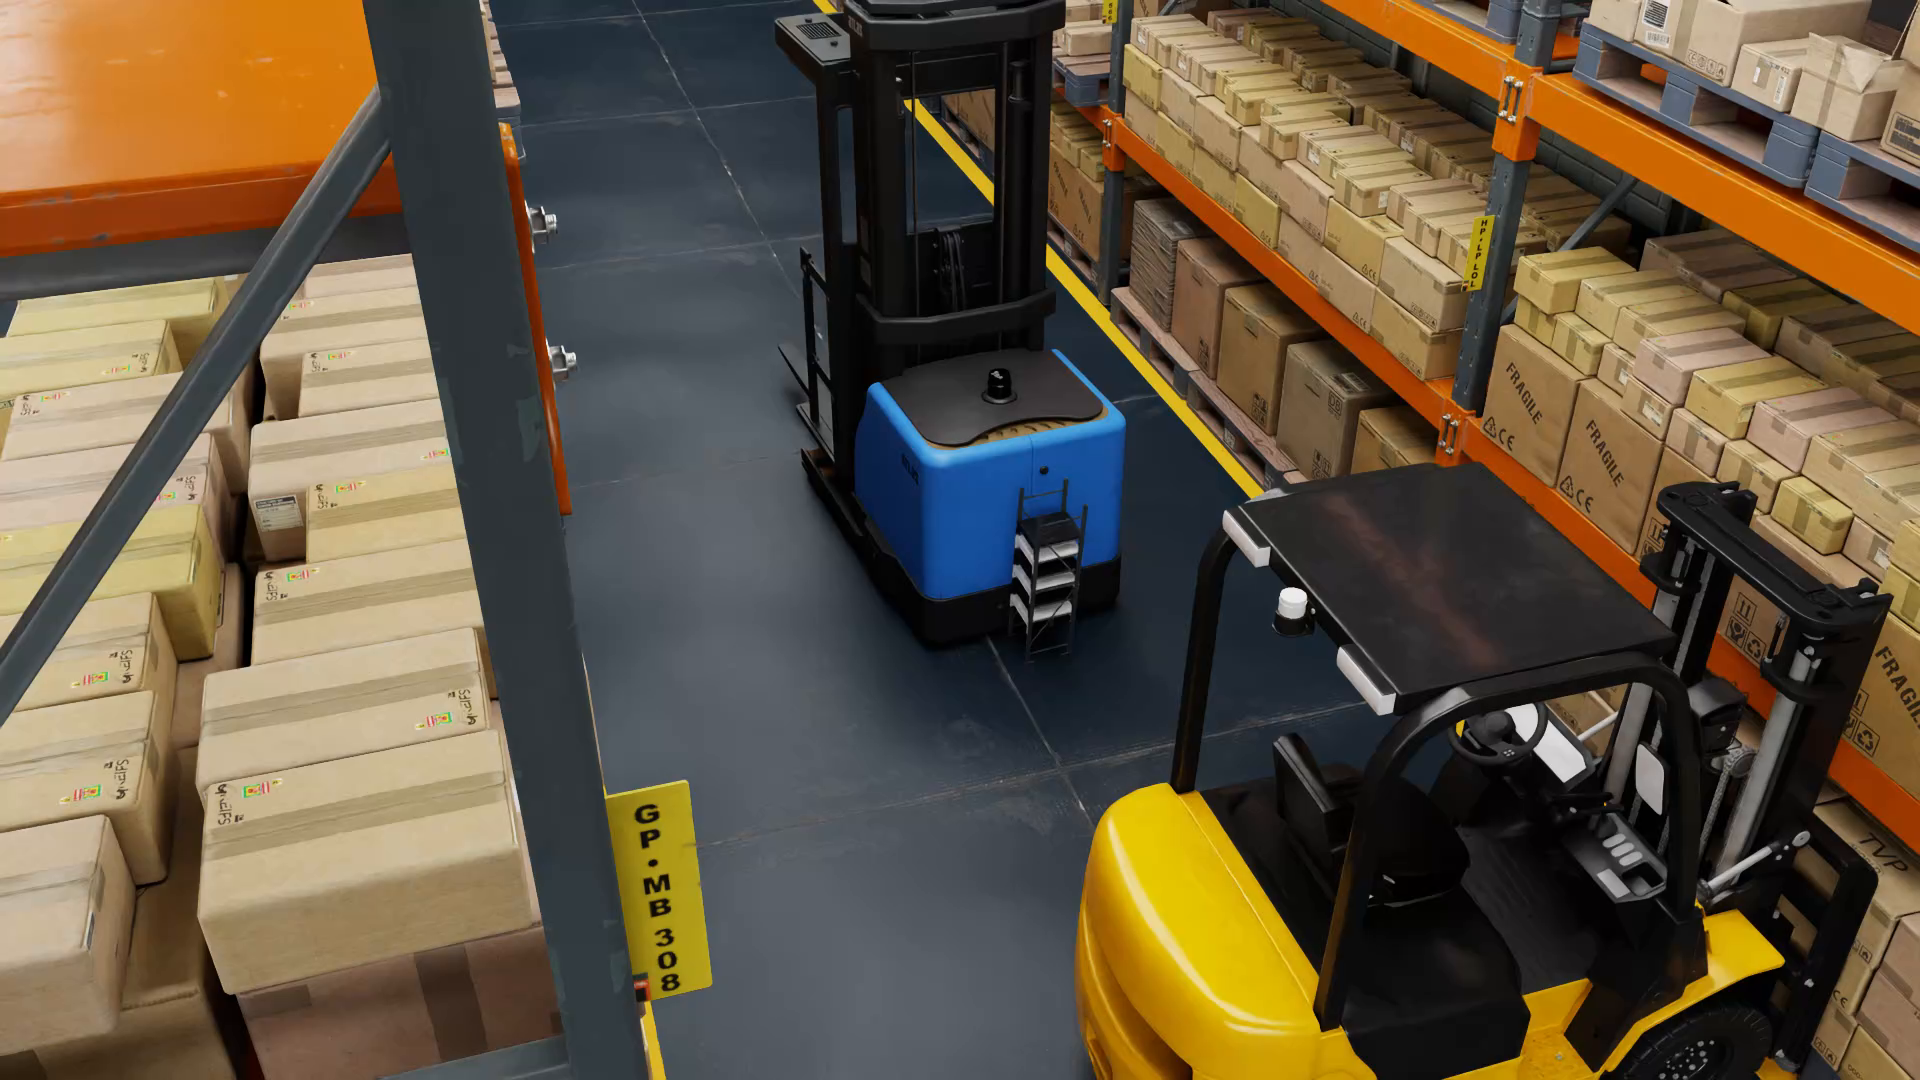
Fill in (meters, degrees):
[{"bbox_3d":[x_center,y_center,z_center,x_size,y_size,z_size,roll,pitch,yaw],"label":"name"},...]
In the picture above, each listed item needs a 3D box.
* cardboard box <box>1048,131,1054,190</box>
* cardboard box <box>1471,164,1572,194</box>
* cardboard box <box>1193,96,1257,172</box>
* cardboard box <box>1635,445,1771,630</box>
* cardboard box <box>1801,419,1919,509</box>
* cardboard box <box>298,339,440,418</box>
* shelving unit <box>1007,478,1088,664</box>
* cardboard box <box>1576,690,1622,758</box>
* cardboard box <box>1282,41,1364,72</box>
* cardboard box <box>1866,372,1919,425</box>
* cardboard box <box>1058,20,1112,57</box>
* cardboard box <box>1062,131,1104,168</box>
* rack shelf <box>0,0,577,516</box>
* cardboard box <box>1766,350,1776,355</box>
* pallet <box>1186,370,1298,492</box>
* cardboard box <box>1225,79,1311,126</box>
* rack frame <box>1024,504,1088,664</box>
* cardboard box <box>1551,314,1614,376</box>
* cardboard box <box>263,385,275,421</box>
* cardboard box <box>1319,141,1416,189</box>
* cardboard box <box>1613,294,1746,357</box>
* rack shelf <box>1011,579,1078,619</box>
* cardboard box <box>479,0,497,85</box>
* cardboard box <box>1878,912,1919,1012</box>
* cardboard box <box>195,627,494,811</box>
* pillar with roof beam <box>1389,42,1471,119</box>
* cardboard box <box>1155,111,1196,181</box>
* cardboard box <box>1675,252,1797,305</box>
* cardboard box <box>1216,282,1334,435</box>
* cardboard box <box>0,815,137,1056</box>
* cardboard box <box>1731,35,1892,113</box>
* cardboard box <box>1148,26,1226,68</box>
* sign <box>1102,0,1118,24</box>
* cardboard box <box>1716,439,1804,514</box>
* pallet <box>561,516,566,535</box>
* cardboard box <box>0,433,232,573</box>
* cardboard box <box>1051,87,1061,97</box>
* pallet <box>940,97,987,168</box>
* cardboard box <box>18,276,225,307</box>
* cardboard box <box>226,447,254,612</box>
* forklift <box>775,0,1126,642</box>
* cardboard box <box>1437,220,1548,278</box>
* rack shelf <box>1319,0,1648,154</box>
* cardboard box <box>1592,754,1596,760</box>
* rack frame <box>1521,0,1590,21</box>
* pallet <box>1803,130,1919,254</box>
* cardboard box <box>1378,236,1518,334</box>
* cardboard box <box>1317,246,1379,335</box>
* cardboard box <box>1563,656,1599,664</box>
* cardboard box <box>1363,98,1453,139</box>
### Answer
[{"bbox_3d":[0.785,-2.779,12.121,0.500,0.500,0.500,-9,34,-13],"label":"cardboard box"},{"bbox_3d":[2.634,-1.636,7.825,0.380,0.149,0.250,-10,35,-15],"label":"cardboard box"},{"bbox_3d":[1.620,-2.253,9.121,0.500,0.250,0.500,-11,35,-16],"label":"cardboard box"},{"bbox_3d":[2.861,-0.050,6.015,0.500,0.500,0.500,-10,35,-15],"label":"cardboard box"},{"bbox_3d":[3.020,-0.250,5.459,0.380,0.149,0.250,-10,35,-15],"label":"cardboard box"},{"bbox_3d":[-1.060,-0.266,3.215,0.380,0.149,0.250,-9,35,-13],"label":"cardboard box"},{"bbox_3d":[0.398,0.154,7.685,0.258,0.900,0.210,-13,42,-18],"label":"shelving unit"},{"bbox_3d":[2.795,0.777,6.512,0.500,0.250,0.500,-10,35,-15],"label":"cardboard box"},{"bbox_3d":[2.064,-2.716,9.460,0.380,0.149,0.250,-11,35,-16],"label":"cardboard box"},{"bbox_3d":[3.389,-0.464,5.782,0.380,0.149,0.250,-10,35,-15],"label":"cardboard box"},{"bbox_3d":[0.858,-3.273,10.829,0.380,0.149,0.250,-9,35,-14],"label":"cardboard box"},{"bbox_3d":[0.919,-2.680,11.382,0.380,0.149,0.250,-12,35,-17],"label":"cardboard box"},{"bbox_3d":[-1.472,-1.136,2.963,1.077,0.370,4.000,-10,35,-15],"label":"rack shelf"},{"bbox_3d":[3.169,-0.743,6.474,0.380,0.149,0.250,-9,35,-14],"label":"cardboard box"},{"bbox_3d":[2.006,-0.680,9.588,1.003,0.211,1.213,-10,35,-15],"label":"pallet"},{"bbox_3d":[1.644,-2.341,8.894,0.380,0.149,0.250,-9,35,-14],"label":"cardboard box"},{"bbox_3d":[0.436,0.215,7.613,0.240,0.900,0.006,-13,42,-18],"label":"rack frame"},{"bbox_3d":[2.571,-0.787,6.541,0.380,0.149,0.250,-9,35,-14],"label":"cardboard box"},{"bbox_3d":[-1.225,-0.312,3.647,0.500,0.250,0.500,-9,35,-14],"label":"cardboard box"},{"bbox_3d":[1.981,-1.810,8.089,0.380,0.149,0.250,-11,35,-16],"label":"cardboard box"},{"bbox_3d":[2.711,-0.787,6.271,0.380,0.149,0.250,-11,35,-16],"label":"cardboard box"},{"bbox_3d":[0.392,0.249,7.763,0.258,0.077,0.200,-13,42,-18],"label":"rack shelf"},{"bbox_3d":[-1.879,-1.723,5.672,0.500,0.250,0.500,-11,35,-16],"label":"cardboard box"},{"bbox_3d":[3.265,1.377,5.152,0.500,0.250,0.500,-9,35,-14],"label":"cardboard box"},{"bbox_3d":[-0.868,0.285,2.381,0.380,0.149,0.250,-10,35,-15],"label":"cardboard box"},{"bbox_3d":[-1.420,-4.168,6.895,9.100,9.000,0.400,-10,35,-15],"label":"pillar with roof beam"},{"bbox_3d":[1.475,-2.320,9.677,0.500,0.250,0.500,-11,35,-16],"label":"cardboard box"},{"bbox_3d":[3.066,-1.003,6.598,0.380,0.149,0.250,-11,35,-16],"label":"cardboard box"},{"bbox_3d":[2.013,-1.081,9.439,0.875,0.625,0.625,-11,35,-17],"label":"cardboard box"},{"bbox_3d":[-1.246,0.508,2.044,0.380,0.149,0.250,-10,35,-14],"label":"cardboard box"},{"bbox_3d":[2.726,-1.495,5.327,0.380,0.149,0.250,-9,35,-13],"label":"cardboard box"},{"bbox_3d":[1.323,-2.877,9.705,0.380,0.149,0.250,-9,35,-14],"label":"cardboard box"},{"bbox_3d":[0.910,-3.276,10.008,0.100,0.325,0.005,-10,35,-15],"label":"sign"},{"bbox_3d":[2.854,-0.246,5.722,0.380,0.149,0.250,-11,35,-16],"label":"cardboard box"},{"bbox_3d":[-2.177,-0.331,6.704,1.003,0.211,1.213,-10,35,-15],"label":"pallet"},{"bbox_3d":[-1.480,-0.036,2.868,0.380,0.149,0.250,-10,35,-15],"label":"cardboard box"},{"bbox_3d":[0.654,-3.242,12.234,0.380,0.149,0.250,-12,35,-17],"label":"cardboard box"},{"bbox_3d":[0.488,-3.438,13.761,1.003,0.211,1.213,-10,35,-15],"label":"pallet"},{"bbox_3d":[-1.848,-0.570,3.675,0.380,0.149,0.250,-11,35,-15],"label":"cardboard box"},{"bbox_3d":[-1.590,0.043,3.110,0.500,0.250,0.500,-9,35,-13],"label":"cardboard box"},{"bbox_3d":[-0.234,-1.543,8.426,1.130,2.935,3.031,-13,35,-18],"label":"forklift"},{"bbox_3d":[2.328,-1.276,7.281,0.380,0.149,0.250,-9,34,-13],"label":"cardboard box"},{"bbox_3d":[2.034,-2.823,8.233,1.077,0.370,4.000,-10,35,-15],"label":"rack shelf"},{"bbox_3d":[2.817,0.991,6.643,0.500,0.250,0.500,-9,35,-14],"label":"cardboard box"},{"bbox_3d":[2.644,-3.325,5.619,1.000,3.000,0.127,-10,35,-15],"label":"rack frame"},{"bbox_3d":[3.297,-0.953,4.831,1.003,0.211,1.213,-10,35,-15],"label":"pallet"},{"bbox_3d":[2.250,-1.183,7.501,0.500,0.250,0.500,-11,35,-16],"label":"cardboard box"},{"bbox_3d":[2.082,-1.243,8.046,0.500,0.250,0.500,-10,35,-15],"label":"cardboard box"},{"bbox_3d":[2.639,0.310,6.766,0.500,0.250,0.500,-10,35,-15],"label":"cardboard box"},{"bbox_3d":[2.320,-2.163,8.623,0.380,0.149,0.250,-10,35,-14],"label":"cardboard box"}]
